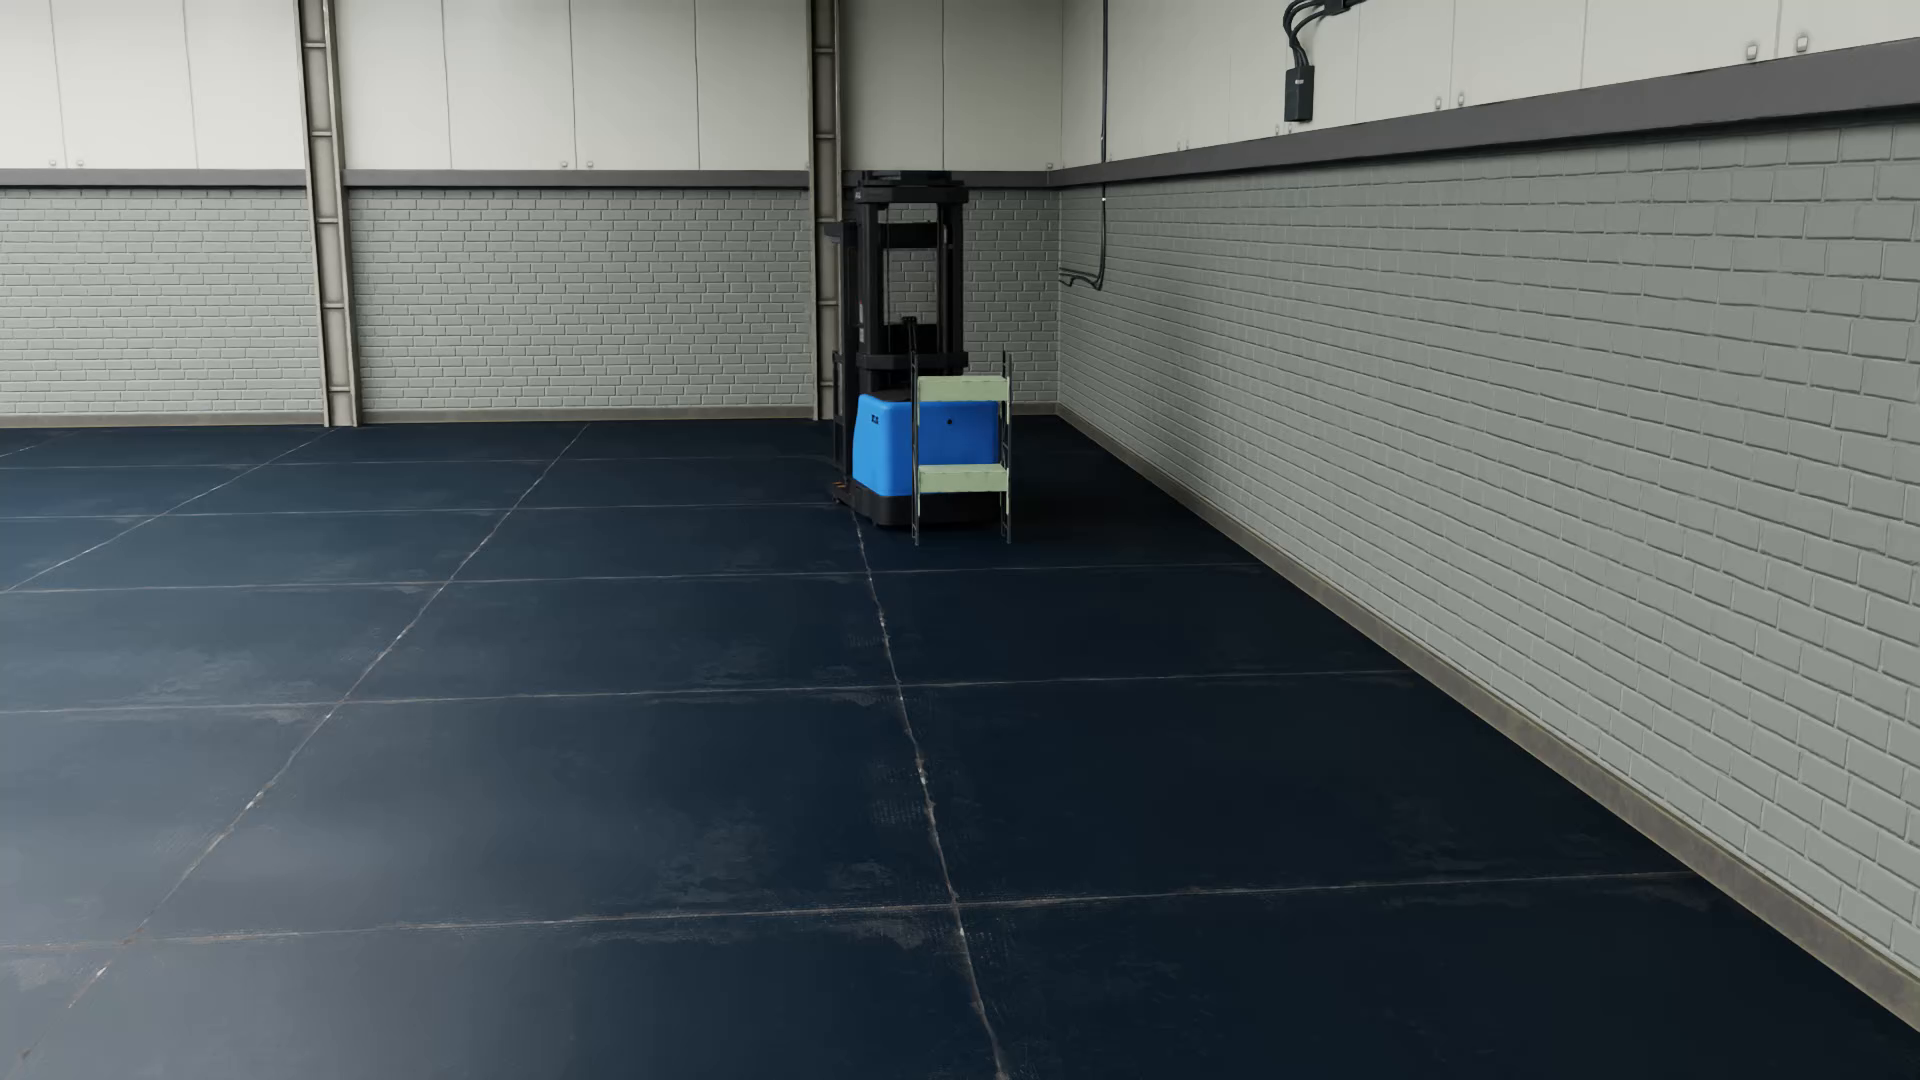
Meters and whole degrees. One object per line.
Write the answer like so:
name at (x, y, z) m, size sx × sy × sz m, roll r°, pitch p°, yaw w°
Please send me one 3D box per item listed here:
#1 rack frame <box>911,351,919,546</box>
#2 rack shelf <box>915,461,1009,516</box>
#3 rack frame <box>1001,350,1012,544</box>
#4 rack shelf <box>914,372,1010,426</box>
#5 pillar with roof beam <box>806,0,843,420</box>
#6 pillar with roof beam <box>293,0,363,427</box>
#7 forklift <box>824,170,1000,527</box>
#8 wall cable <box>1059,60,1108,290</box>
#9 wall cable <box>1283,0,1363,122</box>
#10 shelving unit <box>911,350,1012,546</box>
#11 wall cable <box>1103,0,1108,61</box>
rack frame at (-0.357, -0.728, 13.185) m, size 0.023 × 1.500 × 0.400 m, roll -1°, pitch 11°, yaw -6°
rack shelf at (0.007, -0.416, 13.287) m, size 0.720 × 0.370 × 0.431 m, roll -1°, pitch 11°, yaw -6°
rack frame at (0.371, -0.744, 13.263) m, size 0.023 × 1.500 × 0.400 m, roll -1°, pitch 11°, yaw -6°
rack shelf at (0.007, -1.119, 13.149) m, size 0.720 × 0.370 × 0.431 m, roll -1°, pitch 11°, yaw -6°
pillar with roof beam at (-1.211, -5.142, 16.196) m, size 0.400 × 9.000 × 9.100 m, roll -1°, pitch 11°, yaw -6°
pillar with roof beam at (-7.175, -5.017, 15.560) m, size 0.400 × 9.000 × 9.100 m, roll -1°, pitch 11°, yaw -6°
forklift at (-0.577, -1.789, 14.867) m, size 1.130 × 2.935 × 3.031 m, roll -3°, pitch 12°, yaw -16°
wall cable at (1.396, -4.252, 19.717) m, size 0.112 × 2.526 × 3.097 m, roll -1°, pitch 11°, yaw -6°
wall cable at (2.406, -5.623, 9.827) m, size 0.169 × 6.003 × 2.305 m, roll -1°, pitch 11°, yaw -6°
shelving unit at (0.007, -0.736, 13.224) m, size 0.755 × 1.500 × 0.431 m, roll -1°, pitch 11°, yaw -6°
wall cable at (1.688, -6.211, 16.591) m, size 0.112 × 2.526 × 3.097 m, roll -1°, pitch 11°, yaw -6°
